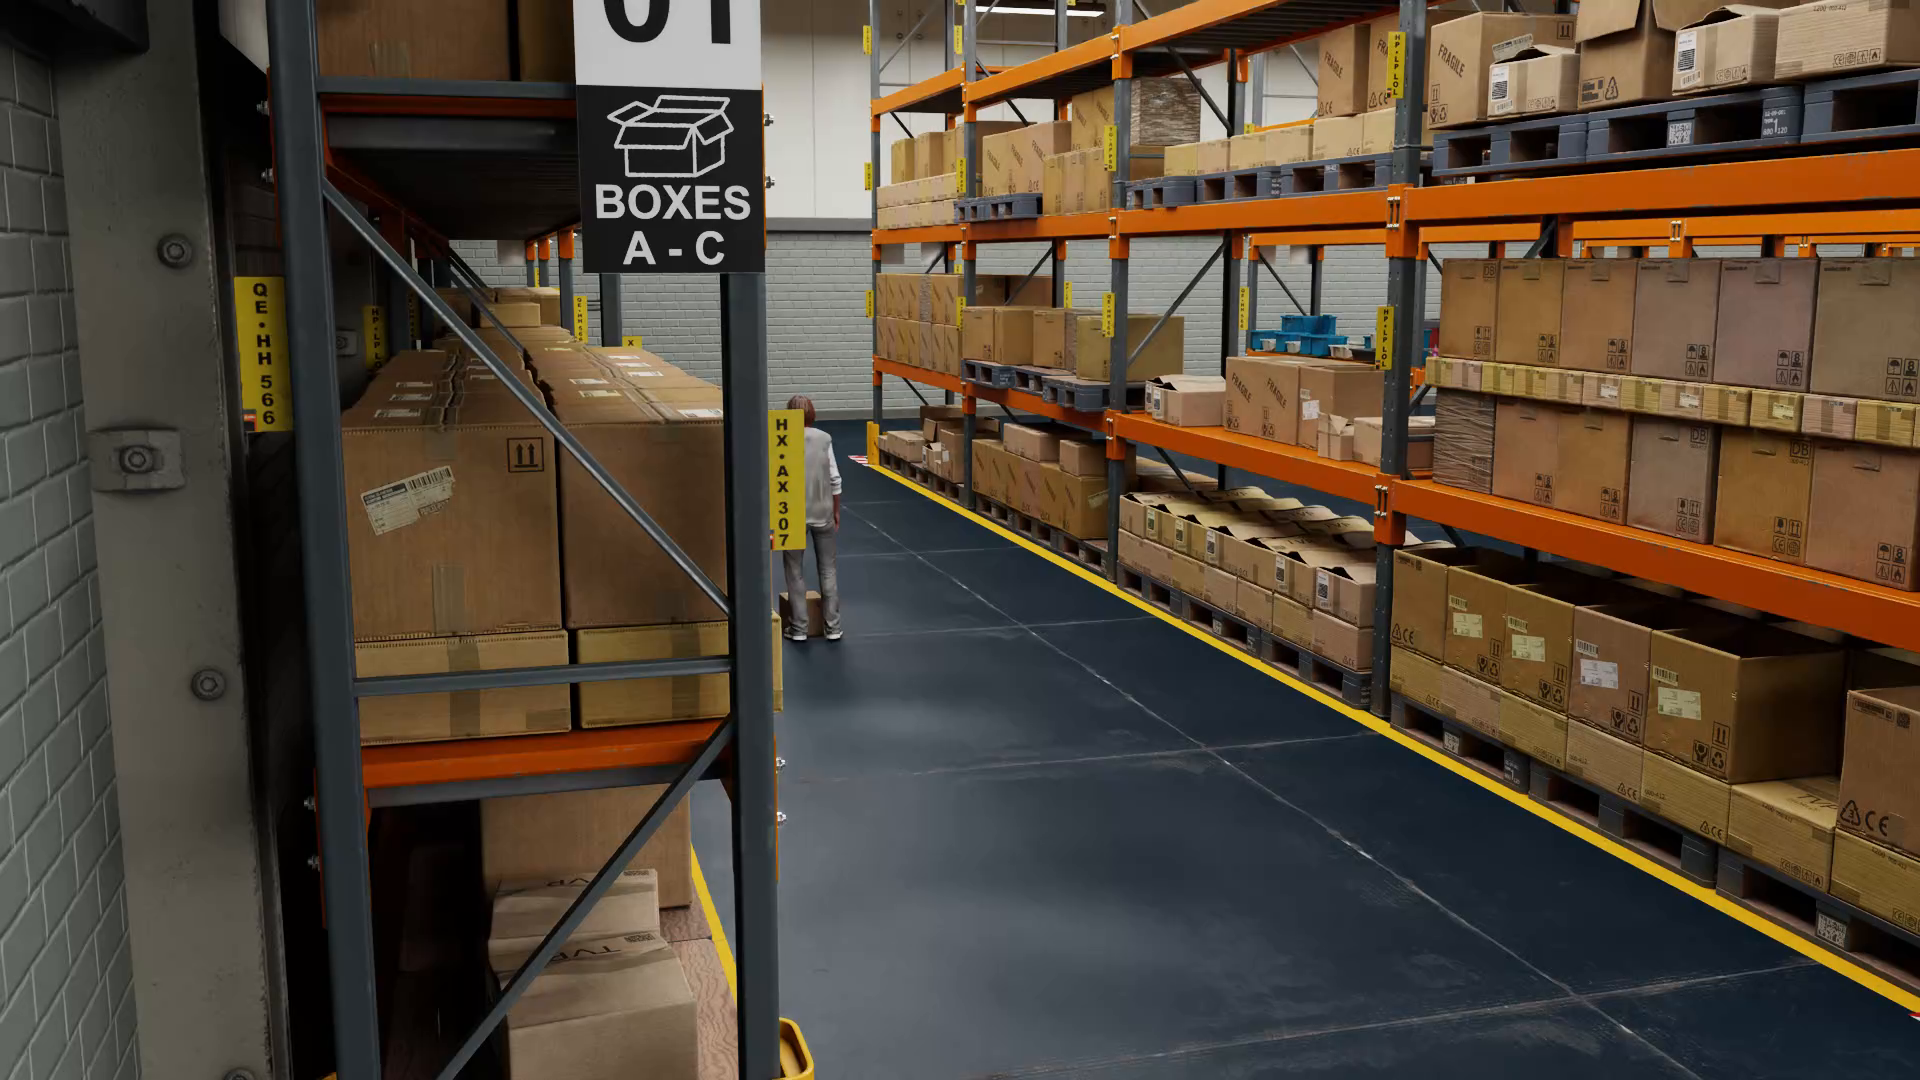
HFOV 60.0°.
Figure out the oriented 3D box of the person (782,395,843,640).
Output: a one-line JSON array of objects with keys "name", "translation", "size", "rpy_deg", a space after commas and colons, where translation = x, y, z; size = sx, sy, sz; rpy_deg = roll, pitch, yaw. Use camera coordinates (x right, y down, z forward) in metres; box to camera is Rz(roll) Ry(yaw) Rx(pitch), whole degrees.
[{"name": "person", "translation": [-0.989, -0.137, 10.736], "size": [0.485, 1.593, 0.374], "rpy_deg": [-3, 10, -19]}]
